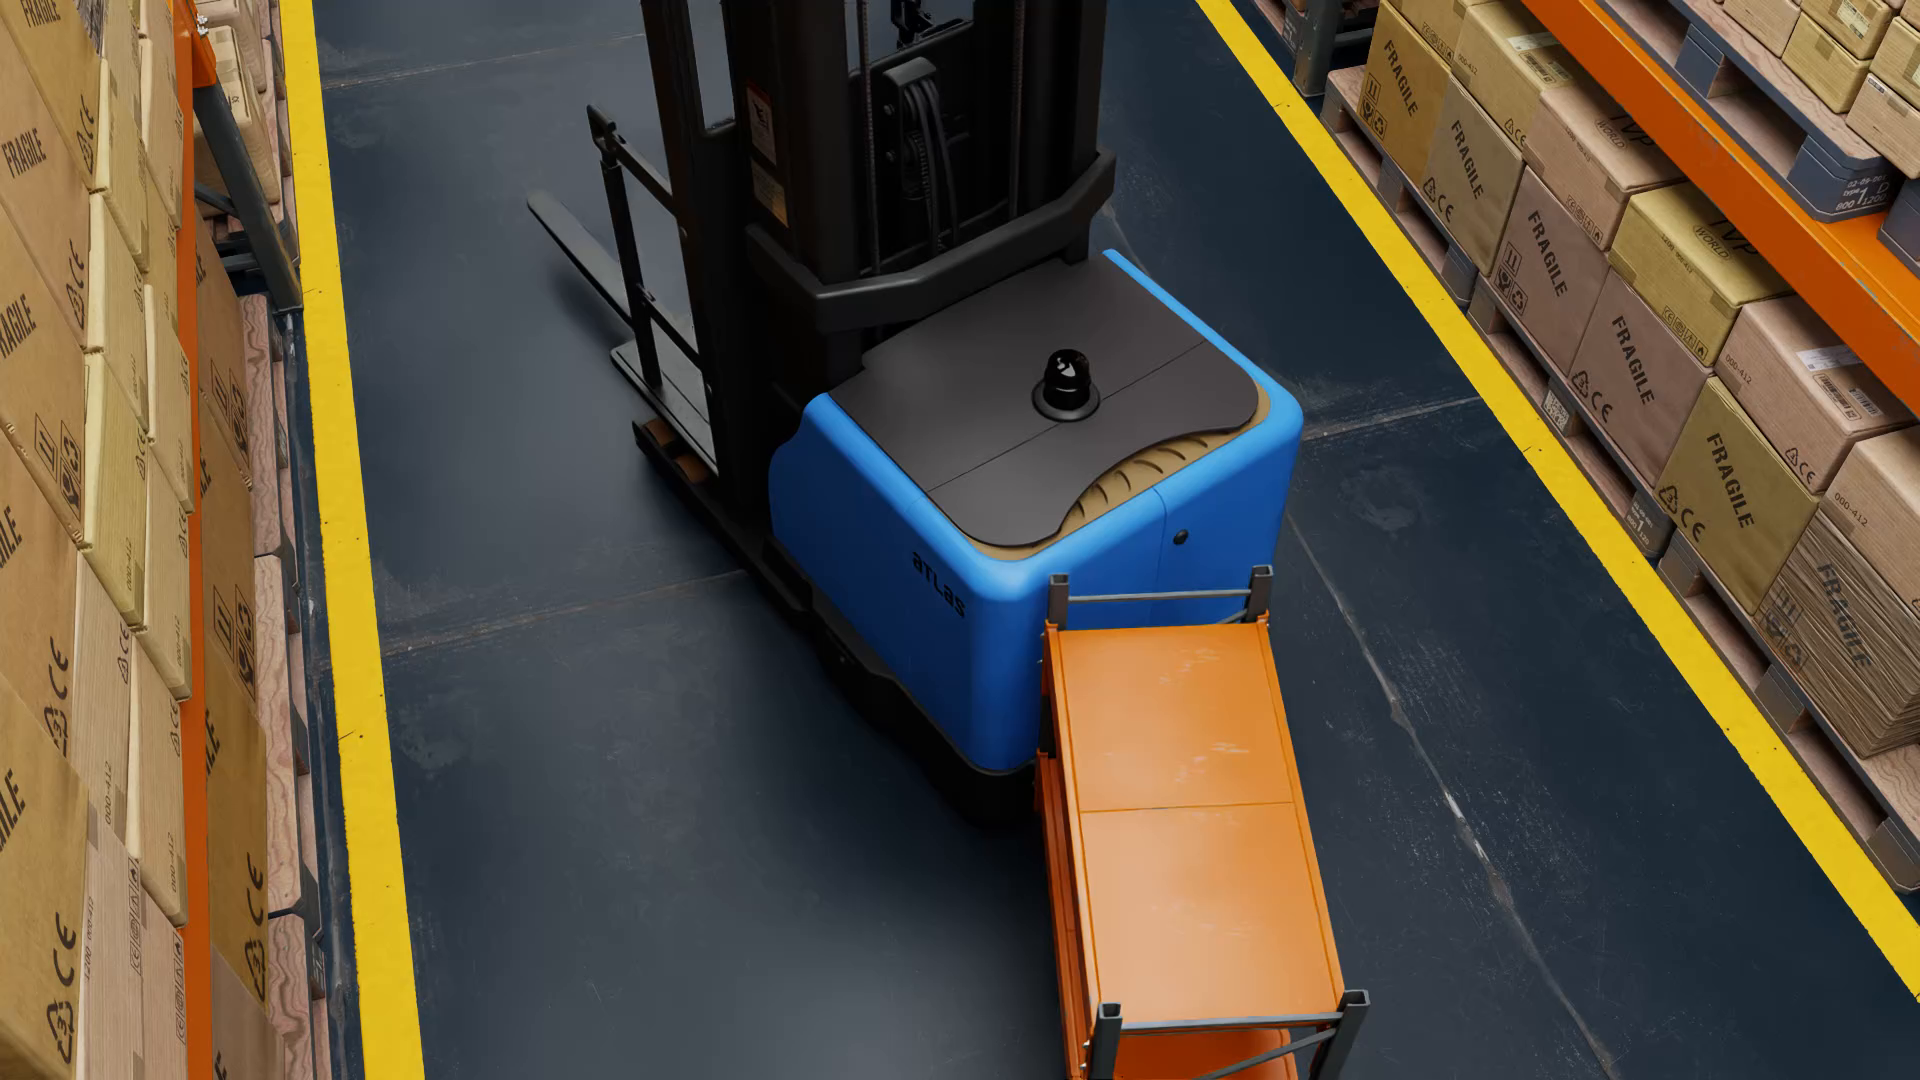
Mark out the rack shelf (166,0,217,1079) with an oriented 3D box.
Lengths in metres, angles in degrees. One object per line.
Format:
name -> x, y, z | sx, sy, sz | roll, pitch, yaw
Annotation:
rack shelf -> -2.248, -0.028, 3.782 | 1.077, 0.370, 4.000 | -13, 51, -11

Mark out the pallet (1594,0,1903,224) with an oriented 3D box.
pallet -> 2.483, -1.415, 4.606 | 1.003, 0.211, 1.213 | -13, 51, -11

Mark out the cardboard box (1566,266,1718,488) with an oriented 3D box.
cardboard box -> 2.283, -0.556, 5.117 | 0.500, 0.500, 0.500 | -14, 51, -12

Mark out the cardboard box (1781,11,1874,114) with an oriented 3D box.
cardboard box -> 2.347, -1.242, 4.225 | 0.380, 0.149, 0.250 | -11, 51, -9

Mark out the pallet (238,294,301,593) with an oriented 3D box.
pallet -> -2.679, -0.229, 5.305 | 1.003, 0.211, 1.213 | -13, 51, -11

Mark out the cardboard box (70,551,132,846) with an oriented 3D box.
cardboard box -> -1.699, 0.329, 2.782 | 0.500, 0.250, 0.500 | -13, 51, -10

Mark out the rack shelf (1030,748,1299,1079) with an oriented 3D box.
rack shelf -> 0.478, 0.986, 4.003 | 0.538, 0.278, 1.000 | -2, 50, -2

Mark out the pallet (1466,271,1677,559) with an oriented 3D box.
pallet -> 2.446, -0.554, 5.579 | 1.003, 0.211, 1.213 | -13, 51, -11

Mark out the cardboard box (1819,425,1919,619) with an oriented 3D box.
cardboard box -> 2.580, -0.050, 4.200 | 0.500, 0.250, 0.500 | -15, 51, -12

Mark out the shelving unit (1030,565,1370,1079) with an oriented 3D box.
shelving unit -> 0.478, 0.828, 3.816 | 0.538, 1.125, 1.048 | -2, 50, -2

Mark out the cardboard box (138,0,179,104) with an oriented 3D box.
cardboard box -> -2.442, -1.361, 4.534 | 0.500, 0.250, 0.500 | -15, 51, -12

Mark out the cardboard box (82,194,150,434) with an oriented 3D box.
cardboard box -> -1.974, -0.415, 3.409 | 0.500, 0.250, 0.500 | -15, 51, -12

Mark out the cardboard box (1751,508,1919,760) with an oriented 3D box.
cardboard box -> 2.582, 0.195, 4.484 | 0.500, 0.500, 0.500 | -14, 51, -12

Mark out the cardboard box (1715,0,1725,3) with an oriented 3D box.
cardboard box -> 2.192, -1.627, 4.550 | 0.380, 0.149, 0.250 | -13, 51, -10

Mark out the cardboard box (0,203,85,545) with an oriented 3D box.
cardboard box -> -1.835, -0.272, 2.798 | 0.500, 0.500, 0.500 | -14, 51, -12

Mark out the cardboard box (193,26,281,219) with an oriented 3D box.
cardboard box -> -2.997, -1.424, 5.932 | 0.950, 0.372, 0.625 | -16, 52, -13

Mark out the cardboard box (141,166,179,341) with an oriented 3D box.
cardboard box -> -2.143, -0.620, 3.909 | 0.500, 0.250, 0.500 | -14, 51, -11

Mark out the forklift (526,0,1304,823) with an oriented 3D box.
forklift -> -0.402, -1.268, 4.402 | 1.130, 2.935, 3.031 | -29, 56, -23

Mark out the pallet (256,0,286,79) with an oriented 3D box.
pallet -> -3.427, -2.282, 7.036 | 1.003, 0.211, 1.213 | -13, 51, -11

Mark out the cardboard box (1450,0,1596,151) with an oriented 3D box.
cardboard box -> 1.982, -1.556, 5.470 | 0.500, 0.250, 0.500 | -14, 51, -11

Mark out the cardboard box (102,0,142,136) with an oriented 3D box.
cardboard box -> -2.299, -1.163, 4.040 | 0.500, 0.250, 0.500 | -14, 51, -12

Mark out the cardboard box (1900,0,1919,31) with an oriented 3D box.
cardboard box -> 2.435, -1.244, 3.838 | 0.380, 0.149, 0.250 | -15, 51, -12

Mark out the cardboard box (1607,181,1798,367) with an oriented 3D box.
cardboard box -> 2.271, -0.811, 4.842 | 0.500, 0.250, 0.500 | -15, 52, -13

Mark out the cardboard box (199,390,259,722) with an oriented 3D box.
cardboard box -> -2.455, 0.005, 4.399 | 0.875, 0.875, 0.875 | -13, 51, -11

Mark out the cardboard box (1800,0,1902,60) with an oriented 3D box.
cardboard box -> 2.342, -1.350, 4.121 | 0.380, 0.149, 0.250 | -13, 51, -11

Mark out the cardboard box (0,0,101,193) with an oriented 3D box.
cardboard box -> -2.137, -1.019, 3.428 | 0.500, 0.500, 0.500 | -13, 51, -11

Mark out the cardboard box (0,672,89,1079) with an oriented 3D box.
cardboard box -> -1.512, 0.460, 2.181 | 0.500, 0.500, 0.500 | -13, 51, -11

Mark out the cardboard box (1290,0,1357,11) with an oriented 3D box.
cardboard box -> 1.765, -2.789, 6.836 | 1.050, 0.750, 0.750 | -14, 51, -11

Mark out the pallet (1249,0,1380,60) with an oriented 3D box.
pallet -> 1.698, -2.607, 7.310 | 1.003, 0.211, 1.213 | -13, 51, -11

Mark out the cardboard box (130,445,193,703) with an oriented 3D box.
cardboard box -> -1.826, 0.113, 3.291 | 0.500, 0.250, 0.500 | -14, 51, -11

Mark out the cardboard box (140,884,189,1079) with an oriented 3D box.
cardboard box -> -1.535, 0.868, 2.654 | 0.500, 0.250, 0.500 | -14, 51, -12

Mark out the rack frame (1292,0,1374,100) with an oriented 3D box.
rack frame -> 1.859, -2.913, 5.744 | 1.000, 3.000, 0.127 | -13, 51, -11

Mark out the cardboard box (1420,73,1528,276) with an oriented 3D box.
cardboard box -> 1.976, -1.302, 5.746 | 0.500, 0.500, 0.500 | -13, 51, -11

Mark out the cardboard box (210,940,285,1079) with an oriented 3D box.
cardboard box -> -1.917, 1.316, 3.294 | 0.875, 0.875, 0.875 | -12, 51, -10

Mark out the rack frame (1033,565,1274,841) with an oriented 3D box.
rack frame -> 0.450, 0.440, 4.143 | 0.500, 1.125, 0.032 | -2, 50, -2

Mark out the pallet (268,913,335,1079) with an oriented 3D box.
pallet -> -1.957, 1.553, 3.802 | 1.003, 0.211, 1.213 | -13, 51, -11
